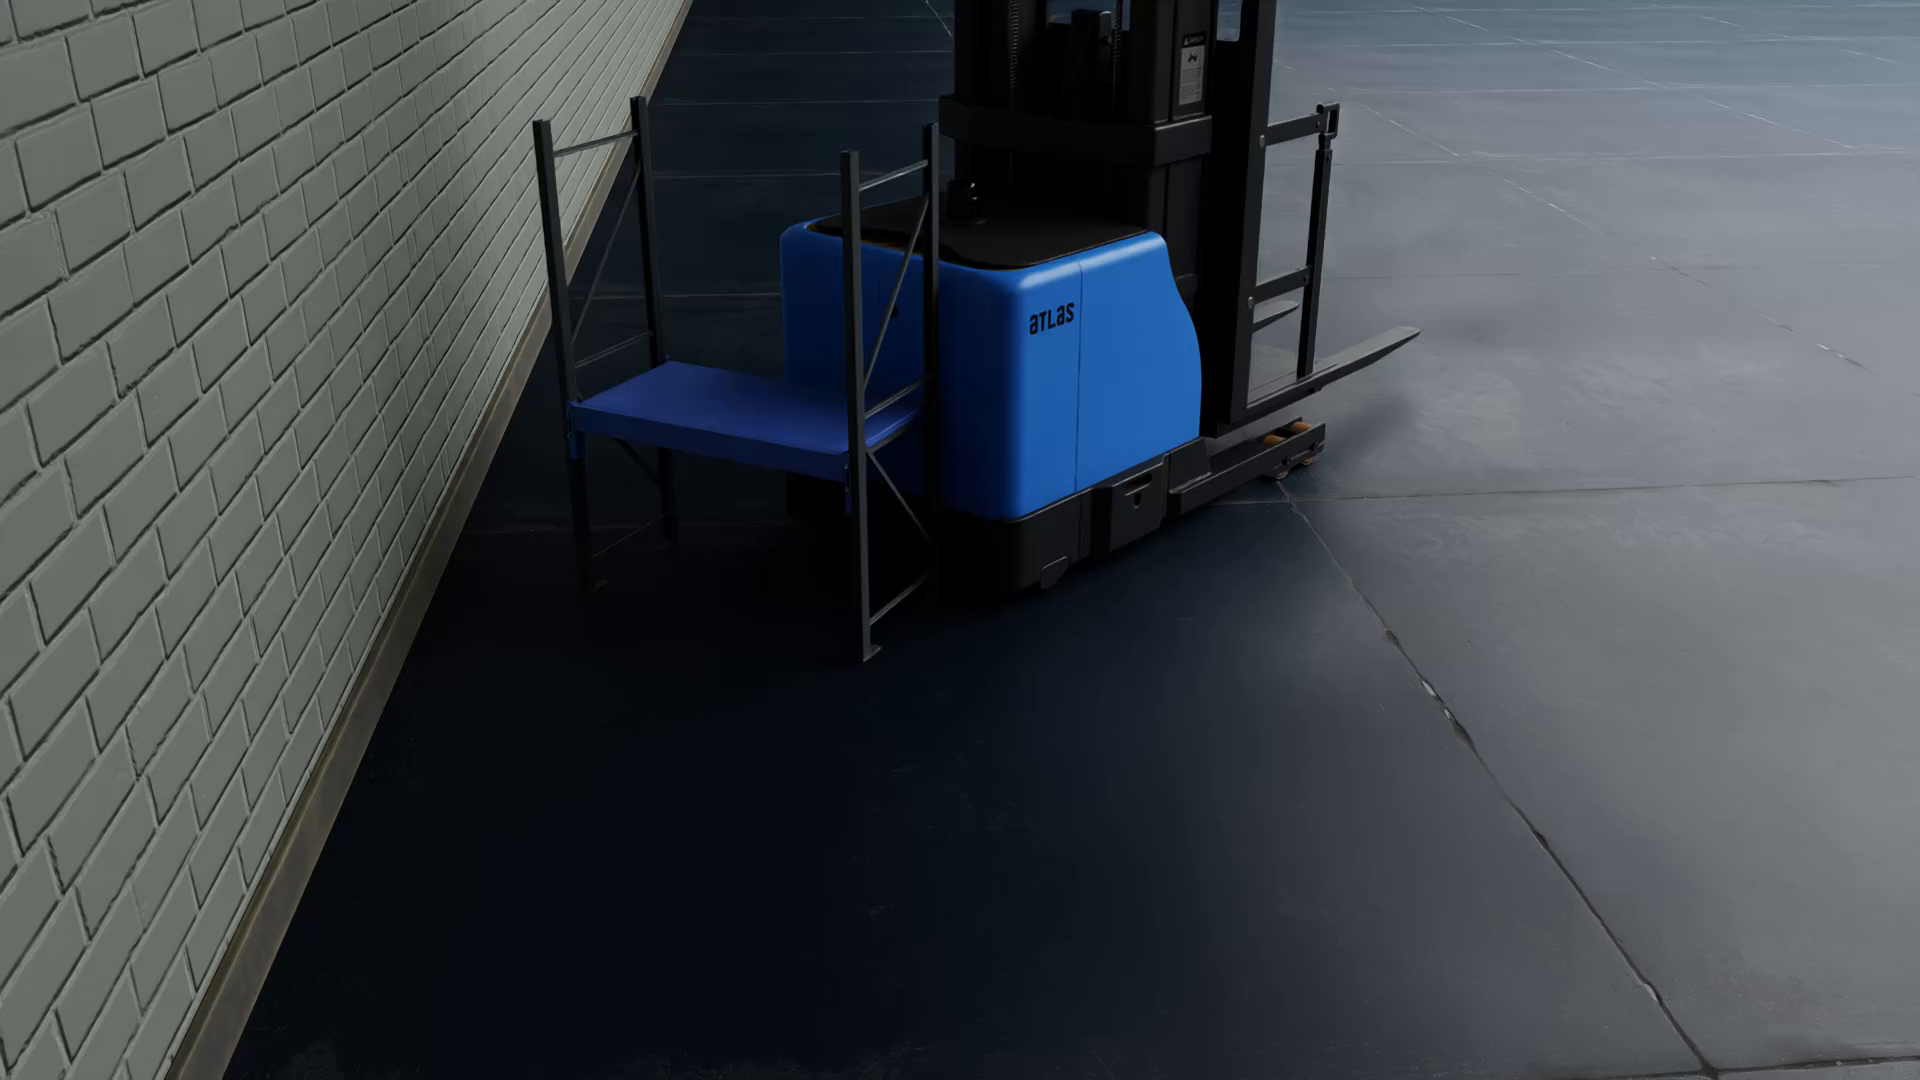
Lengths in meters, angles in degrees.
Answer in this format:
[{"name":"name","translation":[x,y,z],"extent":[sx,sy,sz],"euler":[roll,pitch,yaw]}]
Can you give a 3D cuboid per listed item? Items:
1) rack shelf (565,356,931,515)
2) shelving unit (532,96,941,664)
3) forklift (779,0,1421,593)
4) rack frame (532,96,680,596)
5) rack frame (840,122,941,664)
[{"name":"rack shelf","translation":[-0.642,-0.340,5.111],"extent":[1.000,0.185,0.538],"euler":[12,26,24]},{"name":"shelving unit","translation":[-0.642,-0.504,5.038],"extent":[1.048,1.500,0.538],"euler":[12,26,24]},{"name":"forklift","translation":[0.755,-1.690,5.944],"extent":[1.130,2.935,3.031],"euler":[20,31,38]},{"name":"rack frame","translation":[-1.096,-0.597,5.247],"extent":[0.032,1.500,0.500],"euler":[12,26,24]},{"name":"rack frame","translation":[-0.187,-0.412,4.830],"extent":[0.032,1.500,0.500],"euler":[12,26,24]}]
